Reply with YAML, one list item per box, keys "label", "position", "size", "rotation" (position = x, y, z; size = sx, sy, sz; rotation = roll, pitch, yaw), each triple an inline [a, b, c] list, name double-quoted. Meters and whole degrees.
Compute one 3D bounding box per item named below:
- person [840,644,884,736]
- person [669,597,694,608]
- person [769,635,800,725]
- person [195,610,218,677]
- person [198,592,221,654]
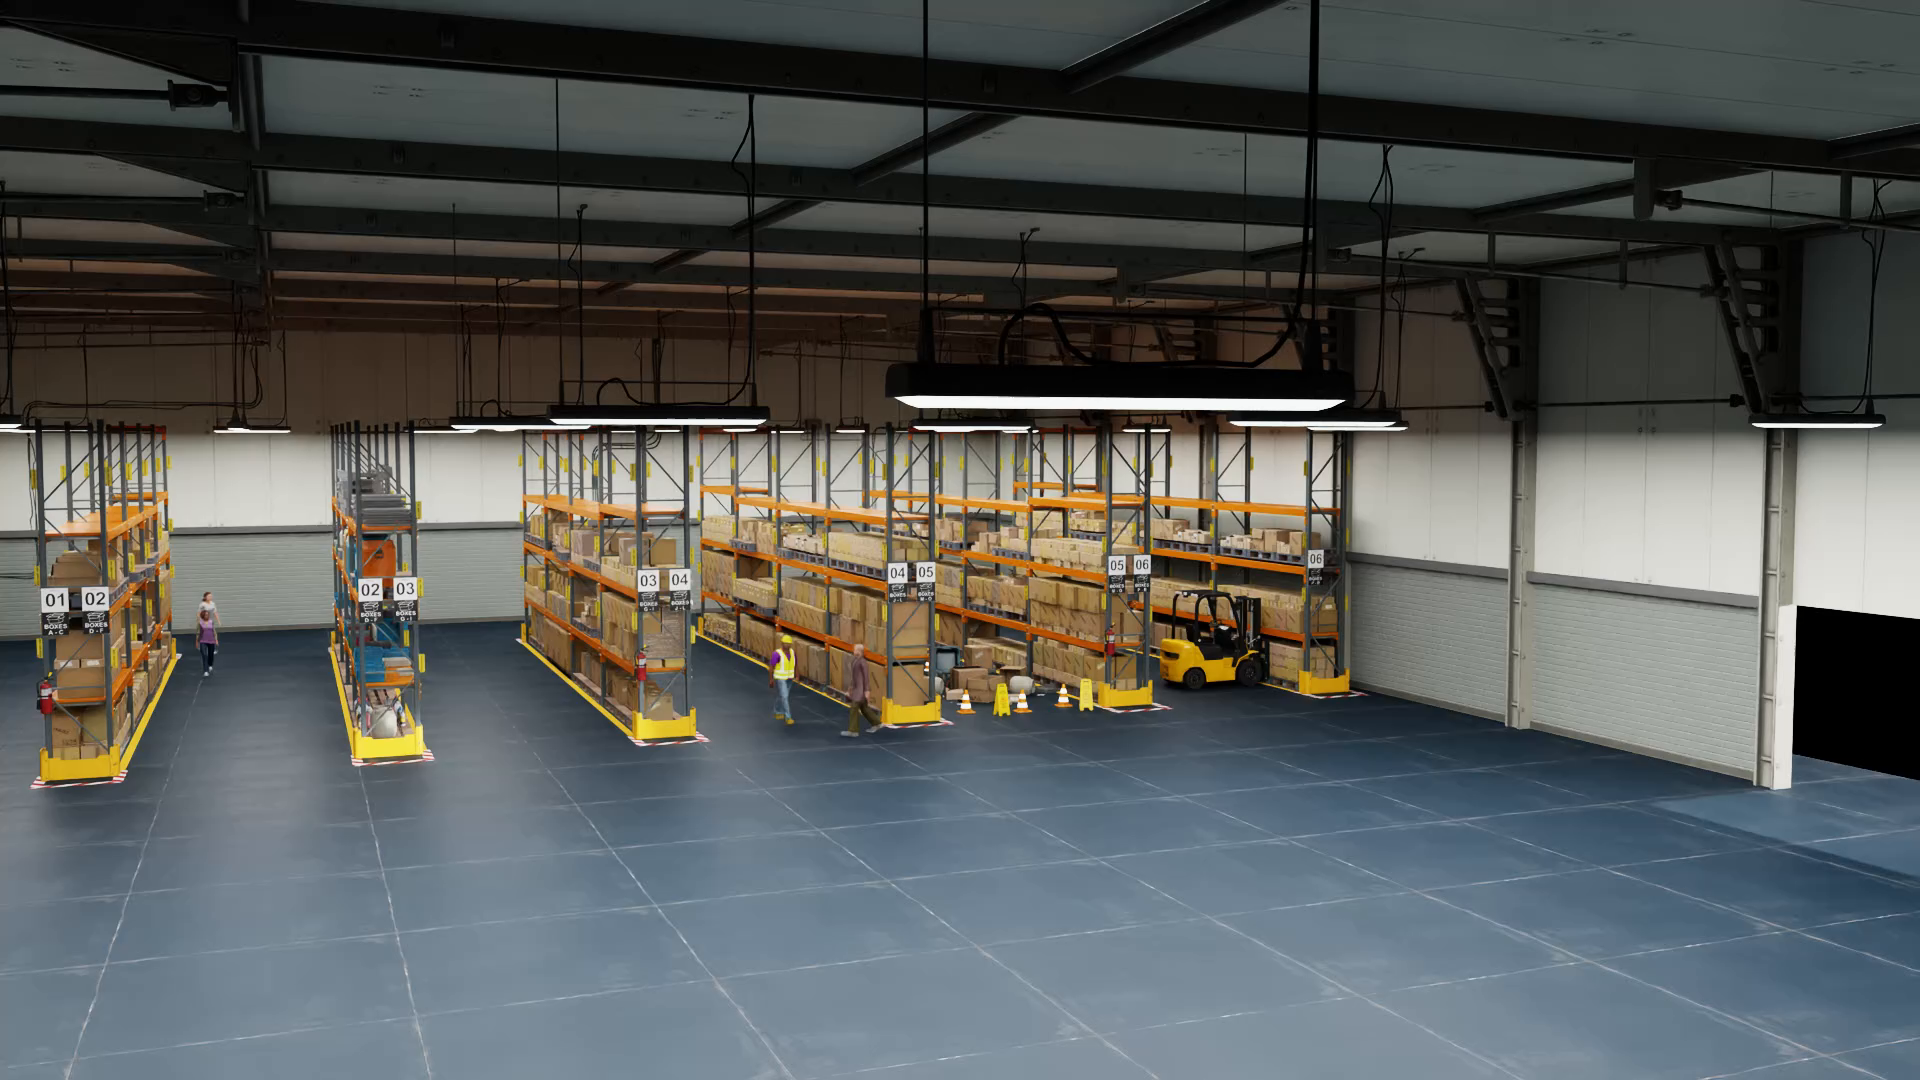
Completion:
- label: "person"
  position: [-1.880, 2.855, 31.841]
  size: [0.897, 1.758, 0.568]
  rotation: [-1, 4, -12]
- label: "person"
  position: [-8.199, 1.808, 48.731]
  size: [0.664, 1.747, 0.921]
  rotation: [3, 5, 40]
- label: "person"
  position: [-3.467, 2.761, 33.175]
  size: [0.951, 1.720, 0.592]
  rotation: [3, 5, 42]
- label: "person"
  position: [-18.001, 2.448, 39.730]
  size: [0.500, 1.545, 0.939]
  rotation: [-2, 4, -30]
- label: "person"
  position: [-19.766, 2.164, 43.708]
  size: [1.105, 1.603, 0.487]
  rotation: [2, 4, 33]
